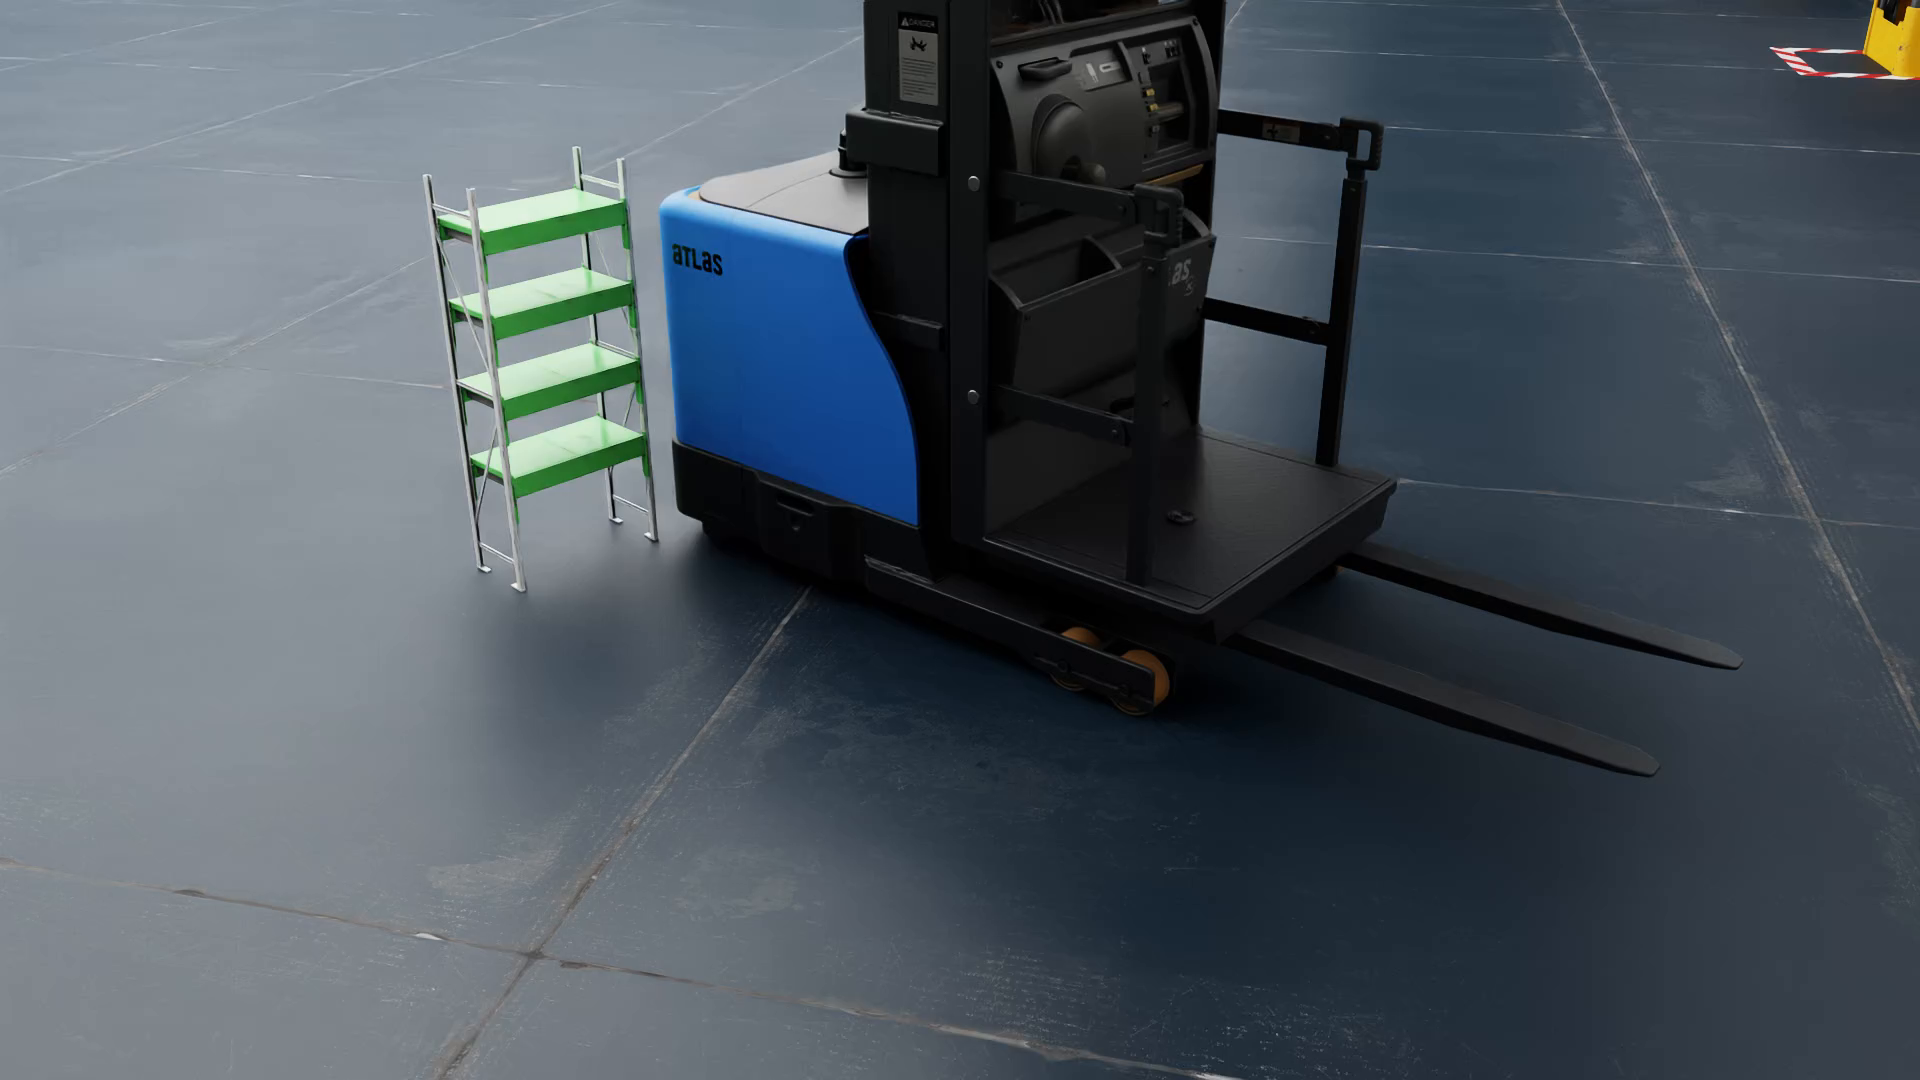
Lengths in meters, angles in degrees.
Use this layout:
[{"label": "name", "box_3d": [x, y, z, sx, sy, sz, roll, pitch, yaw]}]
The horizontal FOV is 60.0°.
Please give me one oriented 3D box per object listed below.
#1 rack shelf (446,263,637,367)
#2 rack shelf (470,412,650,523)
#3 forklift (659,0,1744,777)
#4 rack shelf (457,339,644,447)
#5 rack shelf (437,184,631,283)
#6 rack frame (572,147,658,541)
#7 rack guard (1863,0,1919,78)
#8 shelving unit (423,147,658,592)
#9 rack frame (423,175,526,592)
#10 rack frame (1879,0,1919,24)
[{"label": "rack shelf", "box_3d": [-1.213, -0.660, 4.831, 0.258, 0.148, 0.480, 22, 33, 38]}, {"label": "rack shelf", "box_3d": [-1.213, -0.226, 5.037, 0.258, 0.148, 0.480, 22, 33, 38]}, {"label": "forklift", "box_3d": [0.557, -1.128, 4.209, 3.031, 2.935, 1.130, 19, 32, 35]}, {"label": "rack shelf", "box_3d": [-1.213, -0.443, 4.934, 0.258, 0.148, 0.480, 22, 33, 38]}, {"label": "rack shelf", "box_3d": [-1.213, -0.877, 4.727, 0.258, 0.148, 0.480, 22, 33, 38]}, {"label": "rack frame", "box_3d": [-1.045, -0.577, 5.066, 0.240, 1.200, 0.015, 22, 33, 38]}, {"label": "rack guard", "box_3d": [7.433, -3.977, 13.022, 0.348, 0.500, 1.175, 6, 26, 13]}, {"label": "shelving unit", "box_3d": [-1.213, -0.501, 4.906, 0.258, 1.200, 0.503, 22, 33, 38]}, {"label": "rack frame", "box_3d": [-1.380, -0.425, 4.746, 0.240, 1.200, 0.015, 22, 33, 38]}, {"label": "rack frame", "box_3d": [7.359, -5.114, 12.501, 0.127, 3.000, 1.000, 6, 26, 13]}]
